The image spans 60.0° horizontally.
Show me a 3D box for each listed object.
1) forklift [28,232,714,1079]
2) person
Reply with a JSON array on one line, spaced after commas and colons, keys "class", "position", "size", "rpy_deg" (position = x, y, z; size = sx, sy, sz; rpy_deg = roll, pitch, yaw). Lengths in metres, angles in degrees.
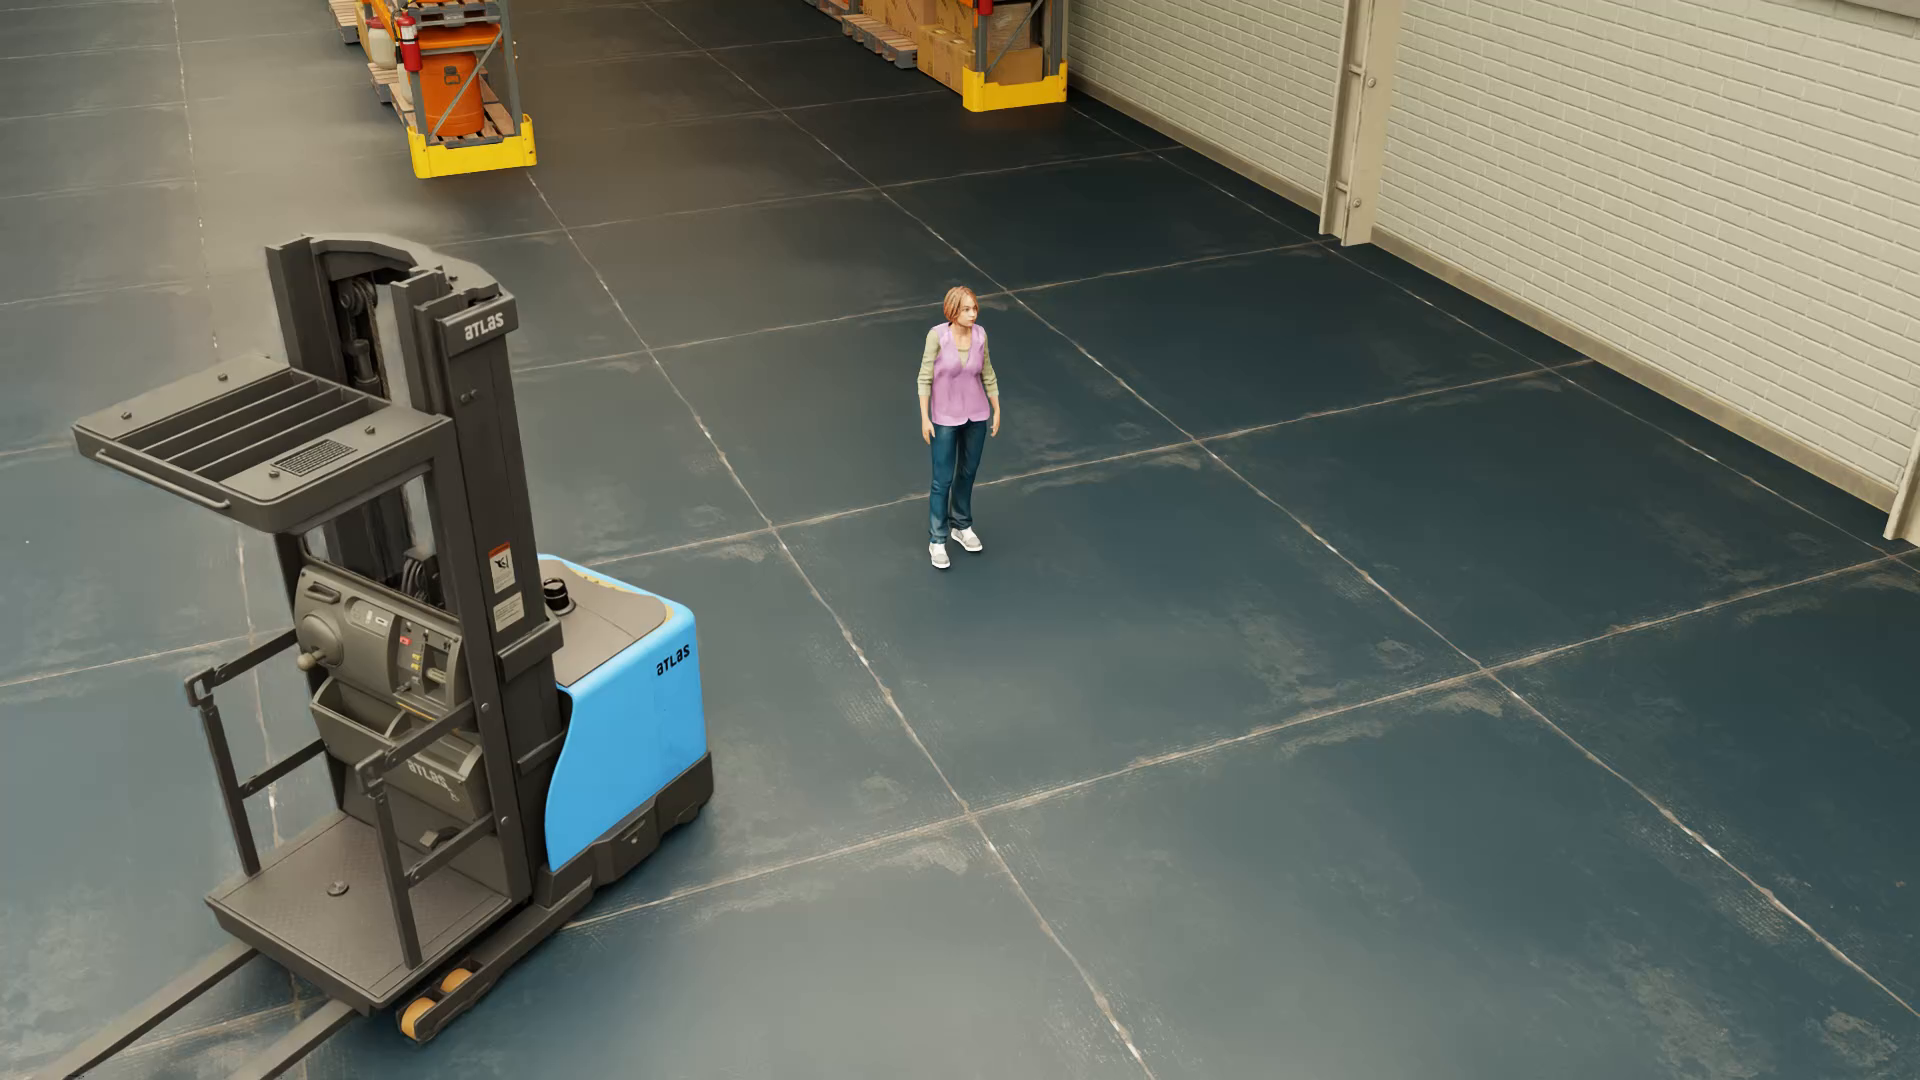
[{"class": "forklift", "position": [-2.389, 0.446, 6.339], "size": [1.130, 2.935, 3.031], "rpy_deg": [18, 34, 28]}, {"class": "person", "position": [0.016, -0.663, 9.609], "size": [0.520, 1.597, 0.476], "rpy_deg": [-12, 32, -20]}]
